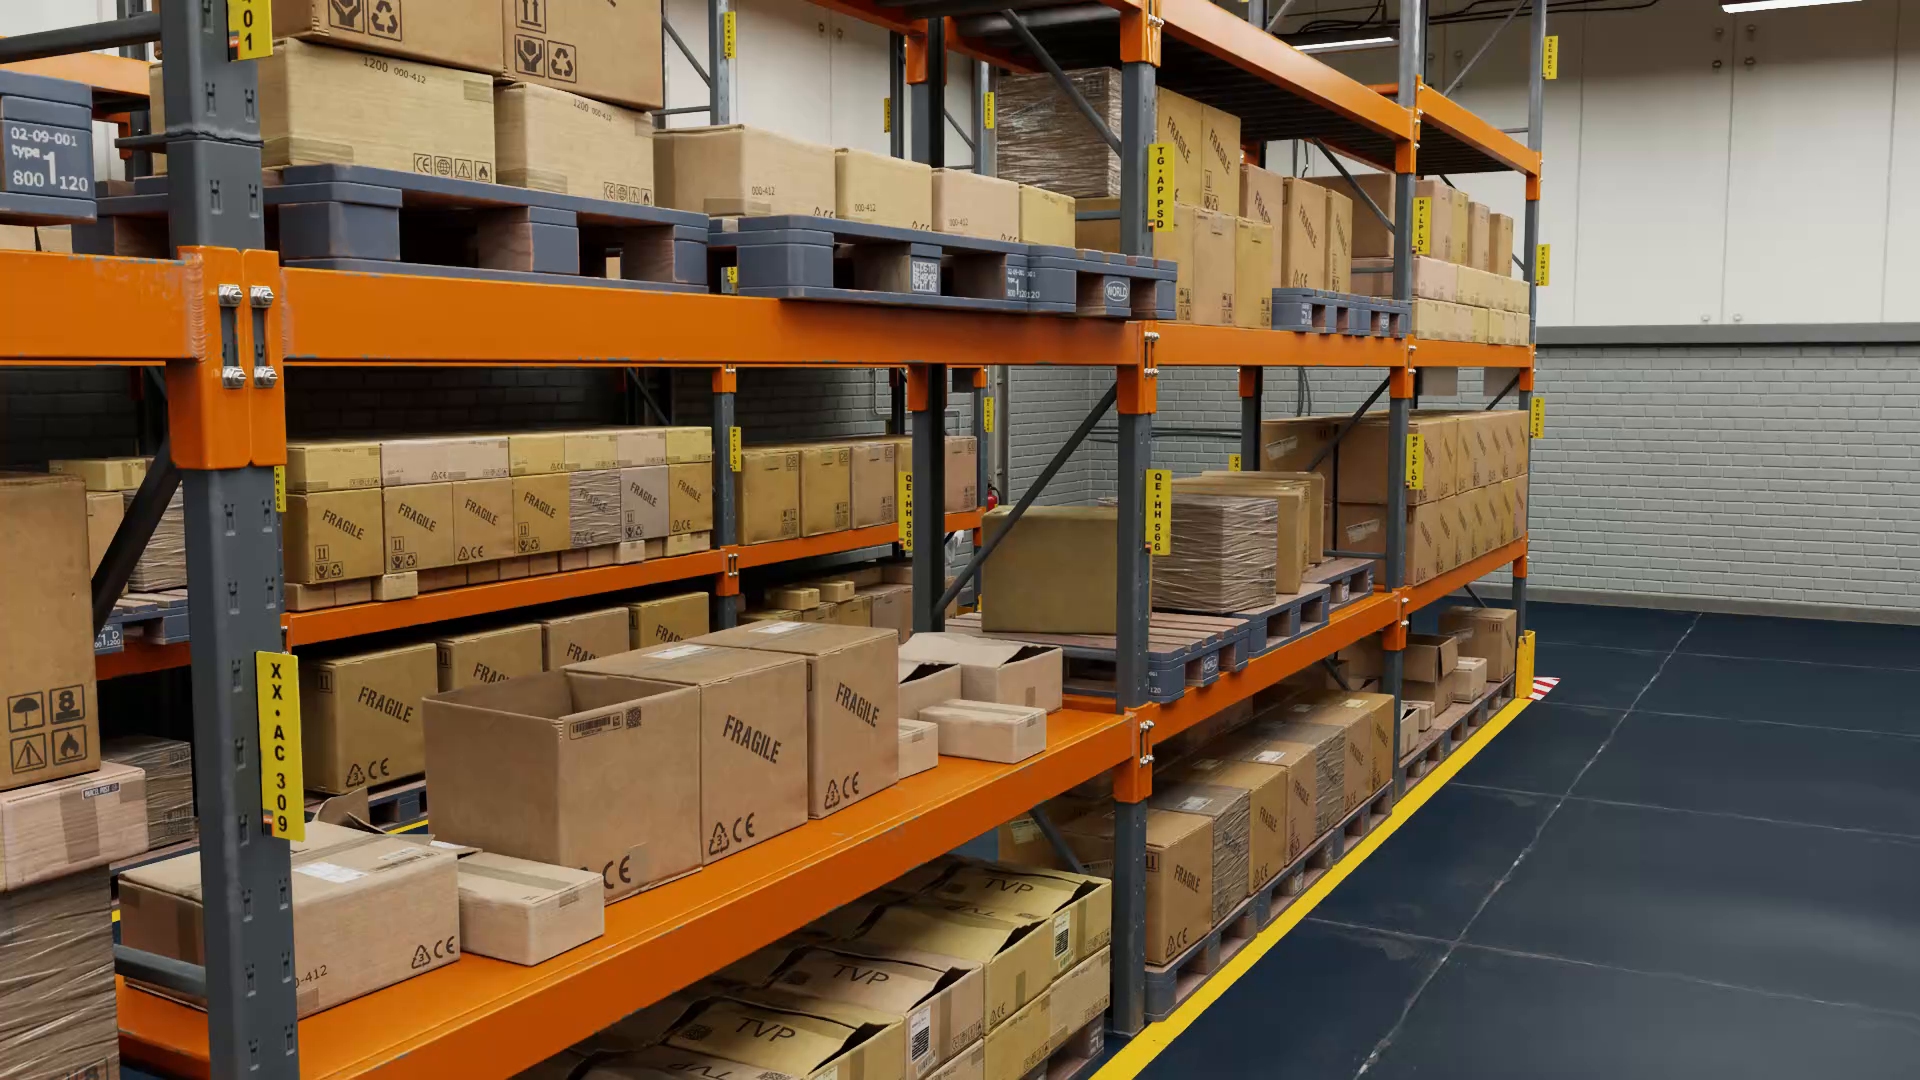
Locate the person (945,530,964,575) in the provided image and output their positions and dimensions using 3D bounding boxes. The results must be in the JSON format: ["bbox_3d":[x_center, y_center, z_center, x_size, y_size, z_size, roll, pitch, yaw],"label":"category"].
[{"bbox_3d":[-0.267,-0.088,17.719,0.637,1.789,0.563,3,7,29],"label":"person"}]
